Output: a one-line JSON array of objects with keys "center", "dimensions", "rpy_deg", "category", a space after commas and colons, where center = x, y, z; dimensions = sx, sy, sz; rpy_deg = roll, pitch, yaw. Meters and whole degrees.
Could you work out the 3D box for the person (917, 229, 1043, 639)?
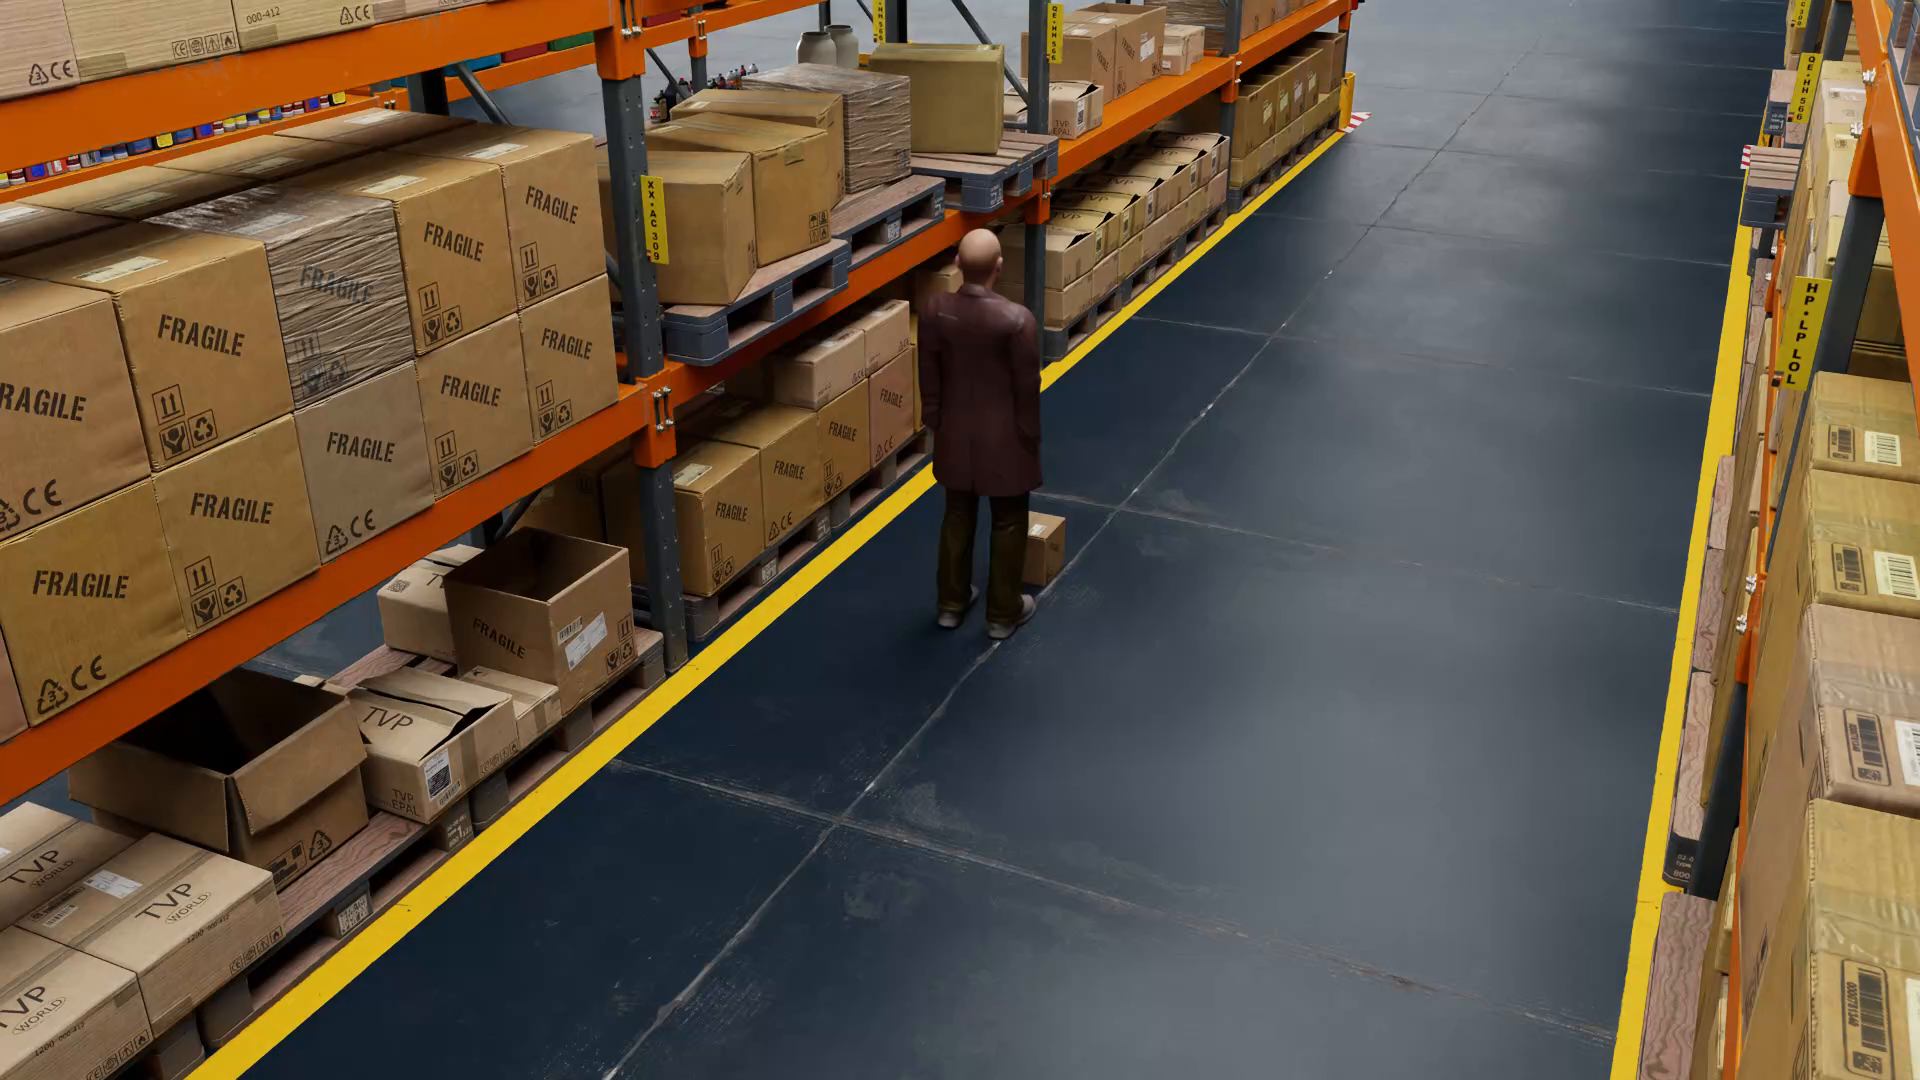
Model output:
[{"center": [0.099, -0.452, 7.076], "dimensions": [0.554, 1.779, 0.383], "rpy_deg": [12, 28, 23], "category": "person"}]
